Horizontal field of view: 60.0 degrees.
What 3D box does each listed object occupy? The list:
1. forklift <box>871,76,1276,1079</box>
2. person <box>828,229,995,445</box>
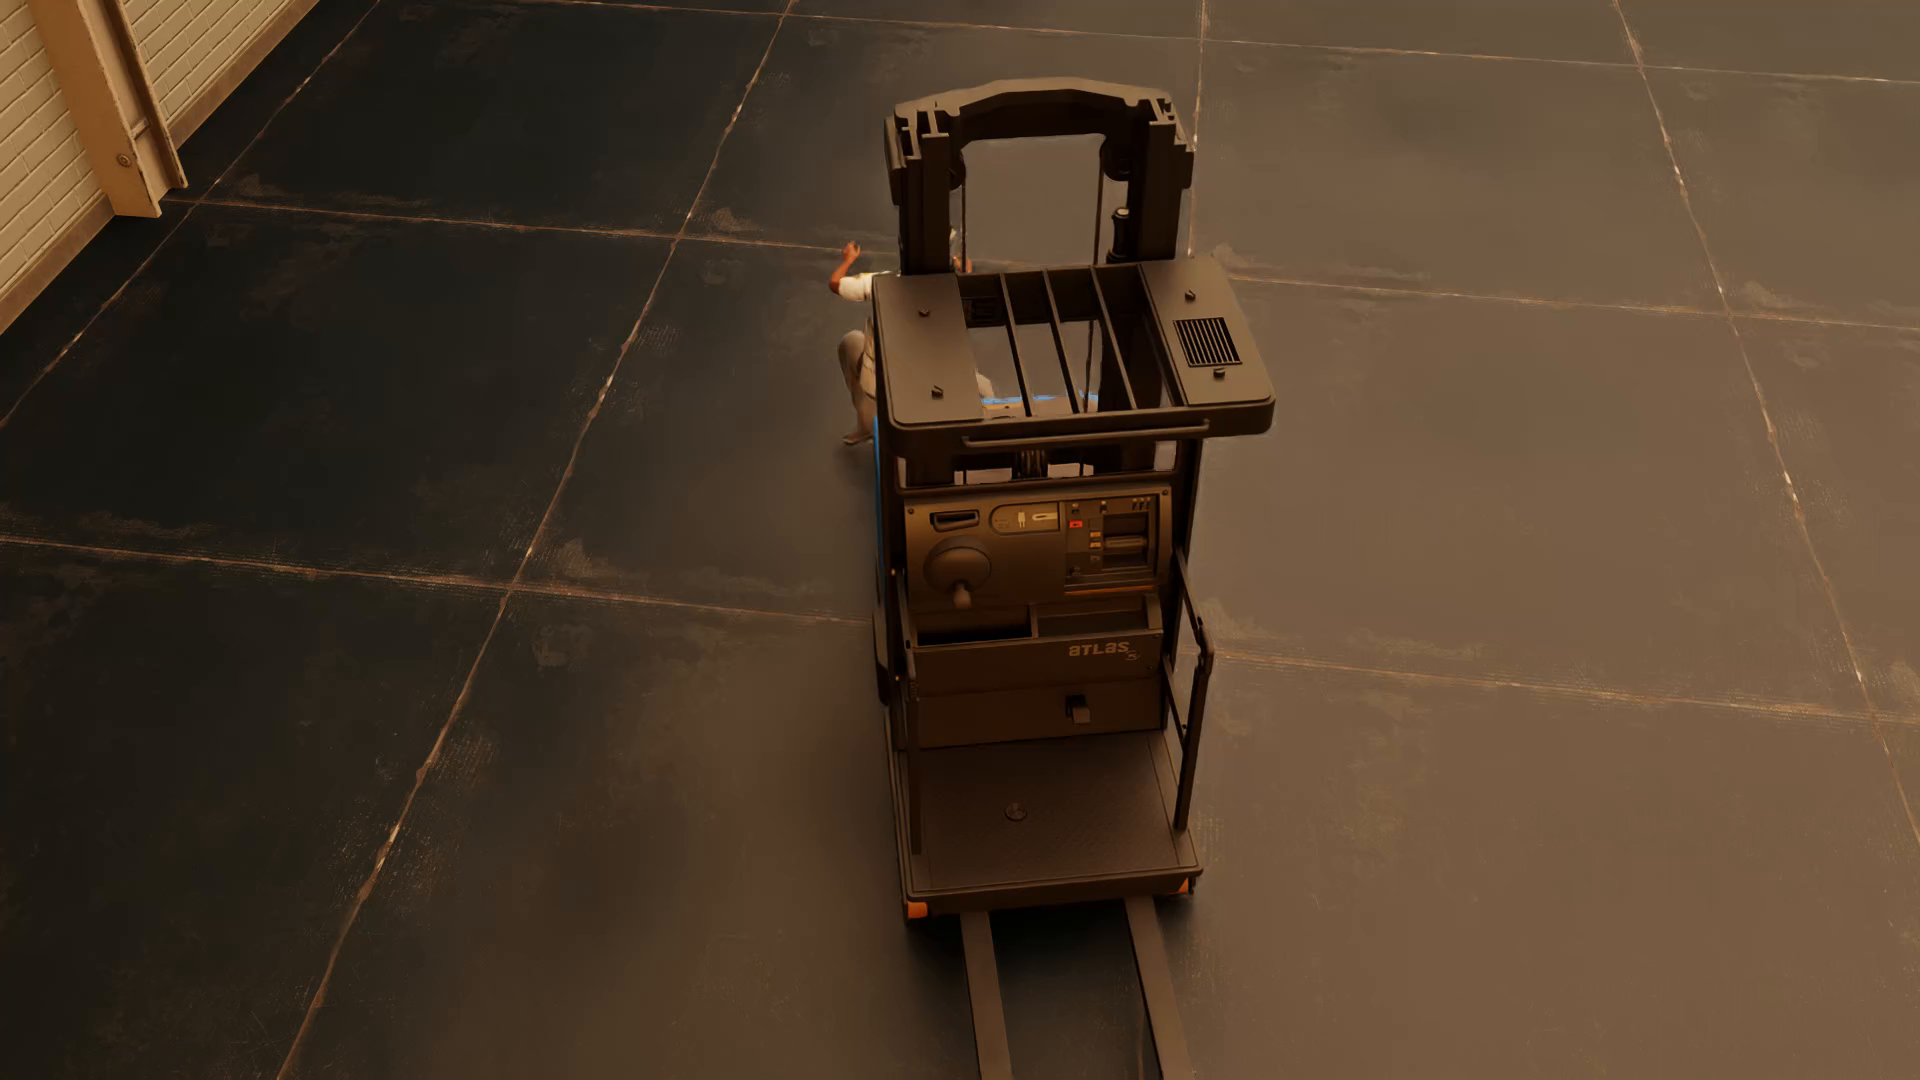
[{"bbox_3d":[0.299,0.106,5.609,1.130,2.935,3.031,-4,43,-5],"label":"forklift"},{"bbox_3d":[-0.178,-0.926,7.851,0.927,1.409,0.739,12,44,13],"label":"person"}]
